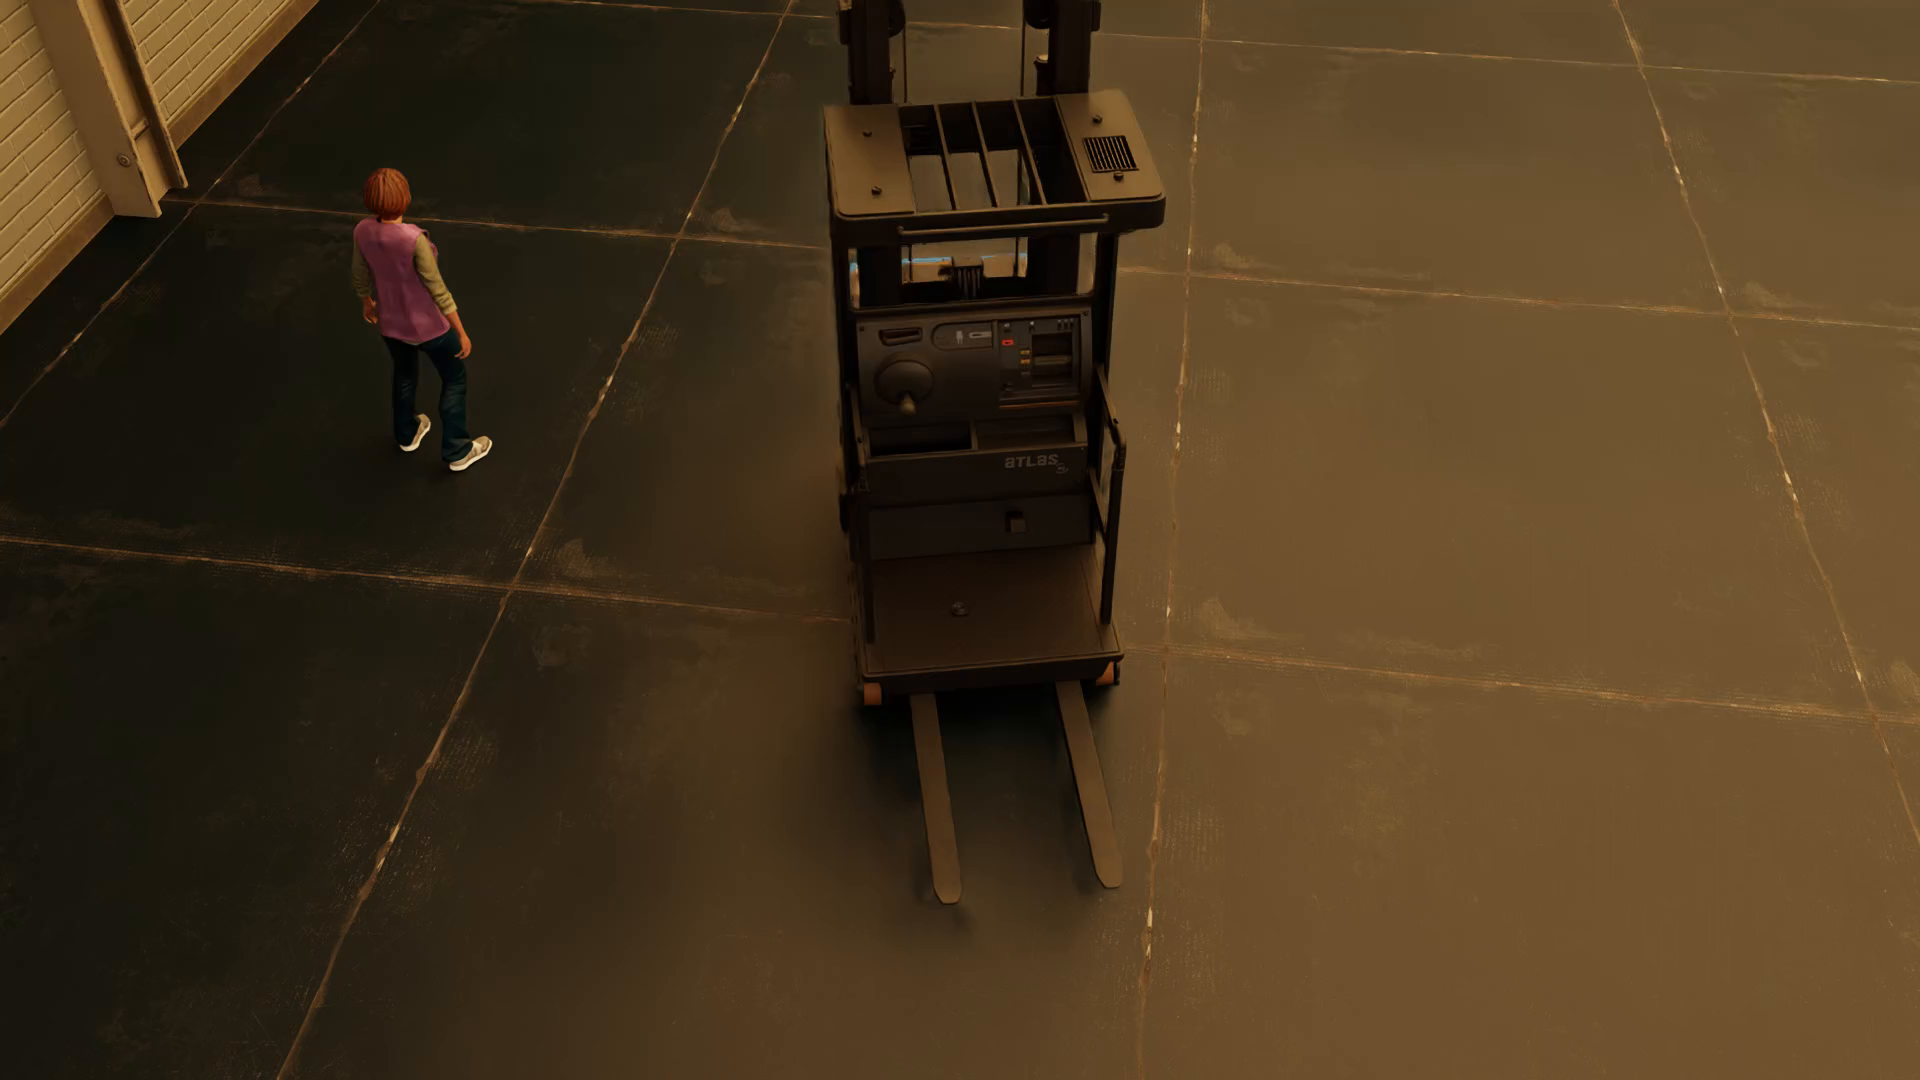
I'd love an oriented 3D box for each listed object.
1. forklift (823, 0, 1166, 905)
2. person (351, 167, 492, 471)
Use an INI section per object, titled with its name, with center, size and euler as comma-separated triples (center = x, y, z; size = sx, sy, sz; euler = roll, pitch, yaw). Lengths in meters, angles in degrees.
[forklift]
center = 0.087, -0.621, 6.400
size = 1.130, 2.935, 3.031
euler = -5, 43, -5
[person]
center = -2.561, -1.034, 7.847
size = 0.596, 1.583, 0.353
euler = 12, 44, 12
